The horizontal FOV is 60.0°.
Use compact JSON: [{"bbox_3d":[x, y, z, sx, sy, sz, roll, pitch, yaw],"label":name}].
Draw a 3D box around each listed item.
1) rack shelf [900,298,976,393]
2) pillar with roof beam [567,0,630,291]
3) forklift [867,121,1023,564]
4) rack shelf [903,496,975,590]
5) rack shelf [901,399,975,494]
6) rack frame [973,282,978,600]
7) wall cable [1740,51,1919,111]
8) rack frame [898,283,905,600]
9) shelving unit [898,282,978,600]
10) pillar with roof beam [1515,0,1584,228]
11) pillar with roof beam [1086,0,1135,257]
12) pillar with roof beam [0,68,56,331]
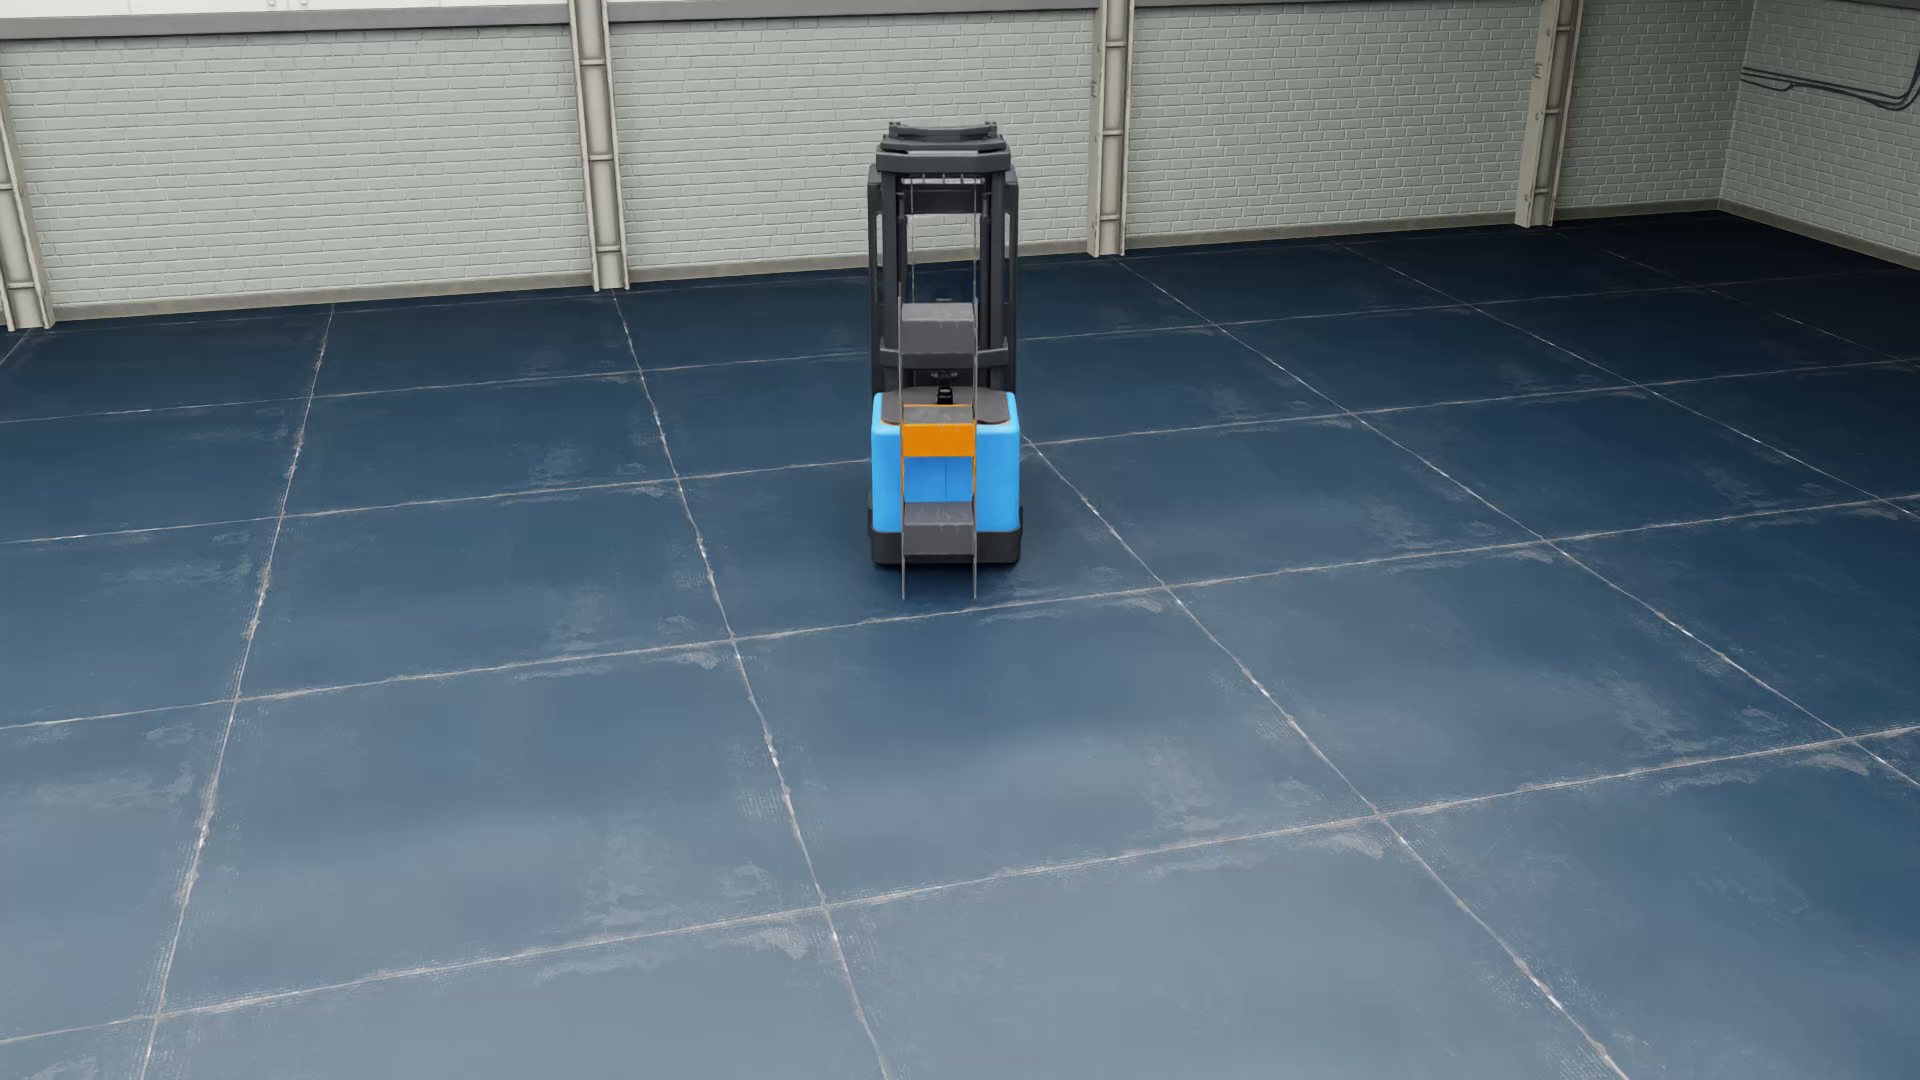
[{"bbox_3d":[-0.144,-1.266,10.797,0.480,0.518,0.431,0,23,-1],"label":"rack shelf"},{"bbox_3d":[-2.823,-5.395,13.410,0.400,9.000,9.100,-6,24,-14],"label":"pillar with roof beam"},{"bbox_3d":[-0.128,-1.712,12.523,1.130,2.935,3.031,0,23,-1],"label":"forklift"},{"bbox_3d":[-0.144,0.020,11.349,0.480,0.518,0.431,0,23,-1],"label":"rack shelf"},{"bbox_3d":[-0.144,-0.623,11.073,0.480,0.518,0.431,0,23,-1],"label":"rack shelf"},{"bbox_3d":[0.100,-0.638,11.073,0.015,2.100,0.400,0,23,-1],"label":"rack frame"},{"bbox_3d":[10.761,-6.692,20.372,0.112,2.526,3.097,-6,24,-14],"label":"wall cable"},{"bbox_3d":[-0.388,-0.633,11.063,0.015,2.100,0.400,0,23,-1],"label":"rack frame"},{"bbox_3d":[-0.144,-0.635,11.068,0.503,2.100,0.431,0,23,-1],"label":"shelving unit"},{"bbox_3d":[8.731,-6.673,16.389,0.400,9.000,9.100,-6,24,-14],"label":"pillar with roof beam"},{"bbox_3d":[2.954,-6.034,14.900,0.400,9.000,9.100,-6,24,-14],"label":"pillar with roof beam"},{"bbox_3d":[-8.600,-4.755,11.921,0.400,9.000,9.100,-6,24,-14],"label":"pillar with roof beam"}]
